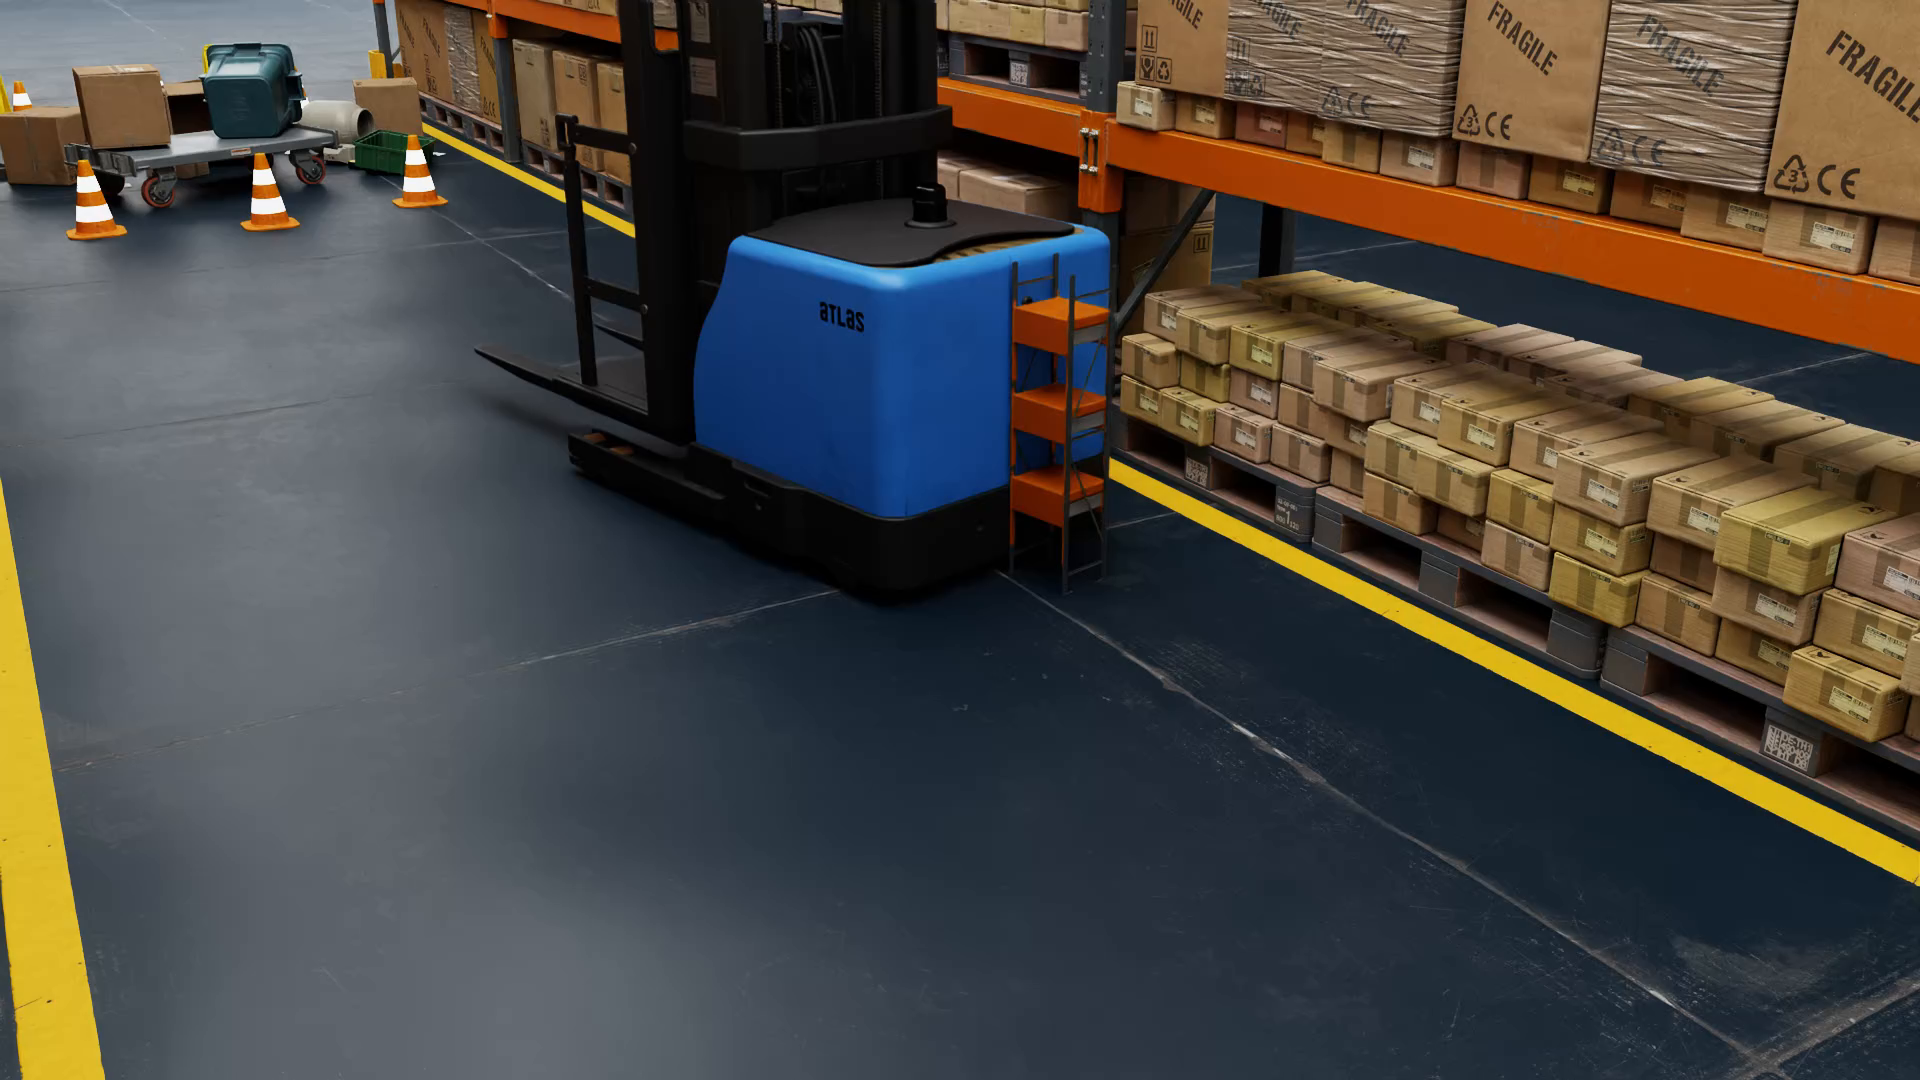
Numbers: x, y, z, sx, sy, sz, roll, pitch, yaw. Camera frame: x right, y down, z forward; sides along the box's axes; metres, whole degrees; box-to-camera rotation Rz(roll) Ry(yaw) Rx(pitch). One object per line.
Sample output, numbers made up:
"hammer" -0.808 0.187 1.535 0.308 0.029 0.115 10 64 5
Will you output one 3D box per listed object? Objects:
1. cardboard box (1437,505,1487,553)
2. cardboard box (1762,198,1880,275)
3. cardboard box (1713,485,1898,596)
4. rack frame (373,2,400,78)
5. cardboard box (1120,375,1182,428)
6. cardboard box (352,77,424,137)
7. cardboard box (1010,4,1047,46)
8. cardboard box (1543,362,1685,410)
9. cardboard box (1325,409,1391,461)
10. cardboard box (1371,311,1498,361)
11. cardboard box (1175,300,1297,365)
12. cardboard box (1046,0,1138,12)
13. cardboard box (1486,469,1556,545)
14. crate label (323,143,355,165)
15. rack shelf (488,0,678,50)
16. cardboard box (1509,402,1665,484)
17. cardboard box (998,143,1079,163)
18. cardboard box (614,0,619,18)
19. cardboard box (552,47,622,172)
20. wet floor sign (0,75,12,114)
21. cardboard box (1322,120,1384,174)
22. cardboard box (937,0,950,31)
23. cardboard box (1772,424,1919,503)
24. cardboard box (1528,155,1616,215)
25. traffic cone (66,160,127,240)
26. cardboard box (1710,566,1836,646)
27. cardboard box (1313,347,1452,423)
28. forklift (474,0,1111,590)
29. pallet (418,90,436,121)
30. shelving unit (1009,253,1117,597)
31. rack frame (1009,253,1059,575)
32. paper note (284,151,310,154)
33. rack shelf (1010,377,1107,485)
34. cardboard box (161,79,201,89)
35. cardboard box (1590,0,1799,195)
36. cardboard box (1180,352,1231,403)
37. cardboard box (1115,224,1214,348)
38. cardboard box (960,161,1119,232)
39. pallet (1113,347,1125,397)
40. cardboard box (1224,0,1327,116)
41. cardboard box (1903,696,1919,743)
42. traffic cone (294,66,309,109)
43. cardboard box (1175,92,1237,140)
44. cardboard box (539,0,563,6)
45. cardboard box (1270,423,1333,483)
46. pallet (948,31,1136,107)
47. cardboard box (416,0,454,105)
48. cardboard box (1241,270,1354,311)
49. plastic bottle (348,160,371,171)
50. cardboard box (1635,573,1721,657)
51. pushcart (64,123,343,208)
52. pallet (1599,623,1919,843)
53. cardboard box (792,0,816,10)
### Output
"cardboard box" 1.744 -0.086 5.268 0.380 0.149 0.250 -12 25 -27
"cardboard box" 2.185 -0.758 4.027 0.380 0.149 0.250 -12 25 -27
"cardboard box" 2.172 -0.003 4.274 0.380 0.149 0.250 -13 26 -29
"rack frame" -5.193 -5.759 15.996 1.000 3.000 0.127 -13 25 -28
"cardboard box" 0.847 -0.569 6.455 0.380 0.149 0.250 -14 26 -31
"cardboard box" -4.825 -3.612 14.031 0.500 0.500 0.500 -8 23 -19
"cardboard box" 0.431 -2.127 6.837 0.380 0.149 0.250 -12 25 -28
"cardboard box" 2.105 -0.449 5.371 0.380 0.149 0.250 -13 25 -28
"cardboard box" 1.465 -0.389 5.618 0.380 0.149 0.250 -11 25 -26
"cardboard box" 1.706 -0.705 6.002 0.380 0.149 0.250 -12 25 -27
"cardboard box" 1.025 -0.772 6.165 0.380 0.149 0.250 -11 25 -26
"cardboard box" 0.564 -2.181 6.575 0.380 0.149 0.250 -12 25 -27
"cardboard box" 1.808 -0.127 4.973 0.380 0.149 0.250 -11 25 -26
"crate label" -4.868 -3.046 13.124 0.250 0.136 0.298 8 23 18
"rack shelf" -2.128 -3.483 11.353 1.077 0.370 4.000 -13 25 -28
"cardboard box" 1.869 -0.282 4.961 0.380 0.149 0.250 -14 26 -30
"cardboard box" 0.513 -1.720 7.826 0.500 0.250 0.500 -12 25 -27
"cardboard box" -1.821 -3.471 10.236 0.500 0.500 0.500 -13 25 -28
"cardboard box" -2.266 -3.120 11.933 1.050 0.750 0.750 -13 25 -28
"wet floor sign" -8.574 -3.951 14.674 0.267 0.644 0.232 -4 22 -10
"cardboard box" 1.384 -1.274 5.297 0.380 0.149 0.250 -12 25 -27
"cardboard box" 0.030 -2.378 7.455 0.380 0.149 0.250 -14 26 -30
"cardboard box" 2.544 -0.201 4.760 0.380 0.149 0.250 -14 26 -31
"cardboard box" 1.839 -1.031 4.698 0.380 0.149 0.250 -12 25 -27
"traffic cone" -5.516 -2.172 10.540 0.336 0.463 0.334 -13 25 -28
"cardboard box" 2.198 0.125 4.354 0.380 0.149 0.250 -14 26 -30
"cardboard box" 1.409 -0.521 5.549 0.380 0.149 0.250 -12 25 -27
"forklift" -0.860 -1.666 6.019 1.130 2.935 3.031 -19 29 -39
"pallet" -4.717 -4.223 15.922 1.003 0.211 1.213 -13 25 -28
"shelving unit" 0.320 -0.362 5.309 0.215 1.050 0.252 -19 29 -39
"rack frame" 0.237 -0.396 5.392 0.200 1.050 0.008 -19 29 -39
"paper note" -5.416 -3.173 13.587 0.172 0.023 0.155 -4 22 -10
"rack shelf" 0.320 -0.353 5.313 0.215 0.259 0.240 -19 29 -39
"cardboard box" -6.323 -3.536 13.843 0.637 0.503 0.797 8 23 18
"cardboard box" 2.004 -1.190 4.227 0.500 0.500 0.500 -13 25 -28
"cardboard box" 1.054 -0.642 6.242 0.380 0.149 0.250 -12 25 -28
"cardboard box" 0.788 -1.201 7.545 0.500 0.500 0.500 -12 25 -26
"cardboard box" 0.339 -1.451 7.163 0.500 0.250 0.500 -13 26 -30
"pallet" 0.538 -0.834 7.584 1.003 0.211 1.213 -13 25 -28
"cardboard box" 1.232 -1.691 5.460 0.500 0.500 0.500 -13 25 -28
"cardboard box" 2.532 0.416 4.032 0.380 0.149 0.250 -12 25 -27
"traffic cone" -6.142 -4.139 15.379 0.336 0.463 0.334 -13 25 -28
"cardboard box" 0.996 -1.534 5.935 0.380 0.149 0.250 -12 25 -27
"cardboard box" -2.600 -3.963 11.444 0.500 0.500 0.500 -13 25 -29
"cardboard box" 1.327 -0.339 5.891 0.380 0.149 0.250 -13 26 -29
"pallet" 0.672 -2.061 7.153 1.003 0.211 1.213 -13 25 -28
"cardboard box" -4.338 -4.478 15.109 0.875 0.875 0.875 -13 26 -29
"cardboard box" 1.343 -0.959 6.625 0.380 0.149 0.250 -12 25 -27
"plastic bottle" -4.588 -2.902 12.870 0.283 0.061 0.133 12 25 27
"cardboard box" 2.115 0.173 4.630 0.380 0.149 0.250 -12 25 -28
"pushcart" -5.419 -2.719 12.000 0.936 0.377 1.648 17 28 36
"pallet" 2.557 0.418 4.503 1.003 0.211 1.213 -13 25 -28
"cardboard box" -0.637 -2.802 8.499 0.380 0.149 0.250 -11 25 -26
